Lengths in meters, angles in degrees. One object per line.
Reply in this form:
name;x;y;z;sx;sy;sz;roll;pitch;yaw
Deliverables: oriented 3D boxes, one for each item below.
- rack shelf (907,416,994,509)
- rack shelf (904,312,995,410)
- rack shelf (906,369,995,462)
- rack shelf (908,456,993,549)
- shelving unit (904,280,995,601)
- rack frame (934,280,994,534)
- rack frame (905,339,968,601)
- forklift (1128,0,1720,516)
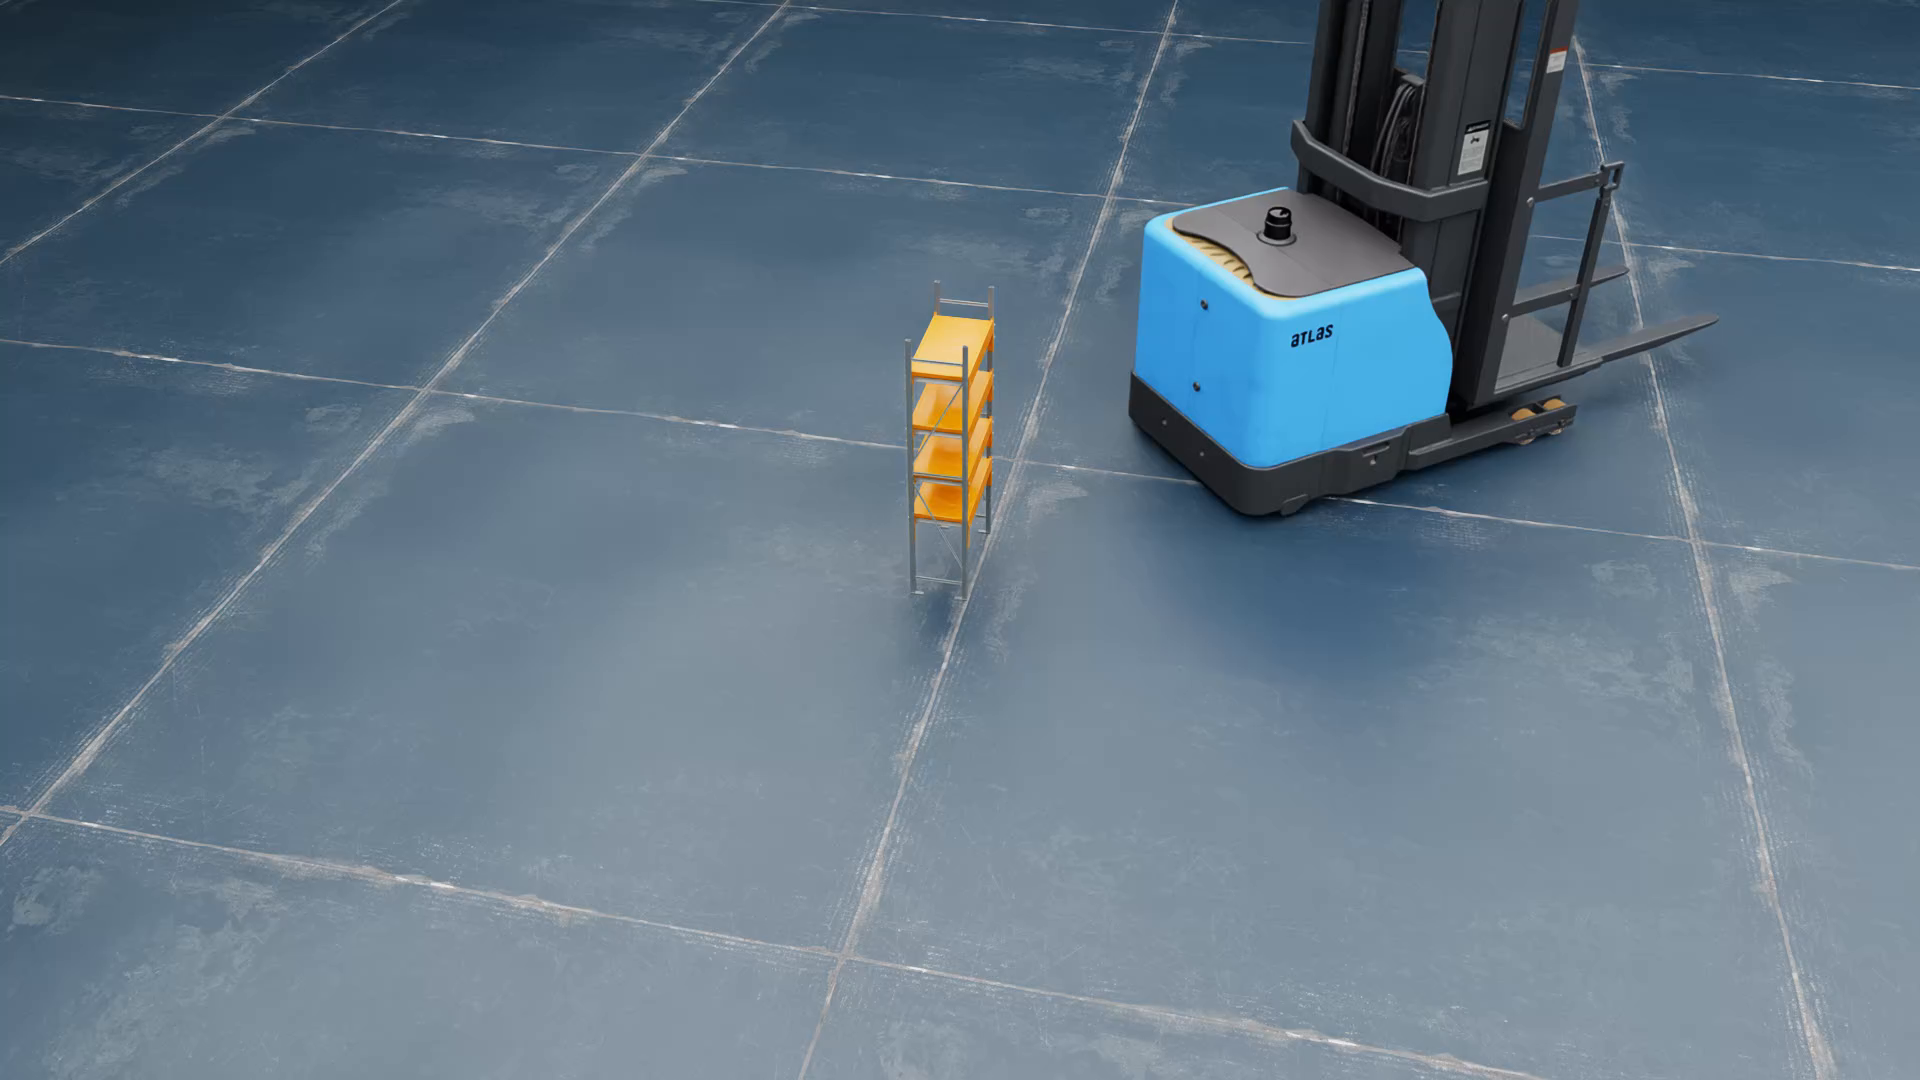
rack shelf;-0.035;-0.336;6.806;0.258;0.148;0.480;7;37;10
rack shelf;-0.035;-0.709;6.536;0.258;0.148;0.480;7;37;10
rack shelf;-0.035;-0.518;6.675;0.258;0.148;0.480;7;37;10
rack shelf;-0.035;-0.176;6.923;0.258;0.148;0.480;7;37;10
shelving unit;-0.035;-0.391;6.767;0.258;1.200;0.503;7;37;10
rack frame;0.017;-0.531;6.960;0.240;1.200;0.015;7;37;10
rack frame;-0.087;-0.251;6.574;0.240;1.200;0.015;7;37;10
forklift;2.355;-1.896;7.369;3.031;2.935;1.130;-17;39;-22
